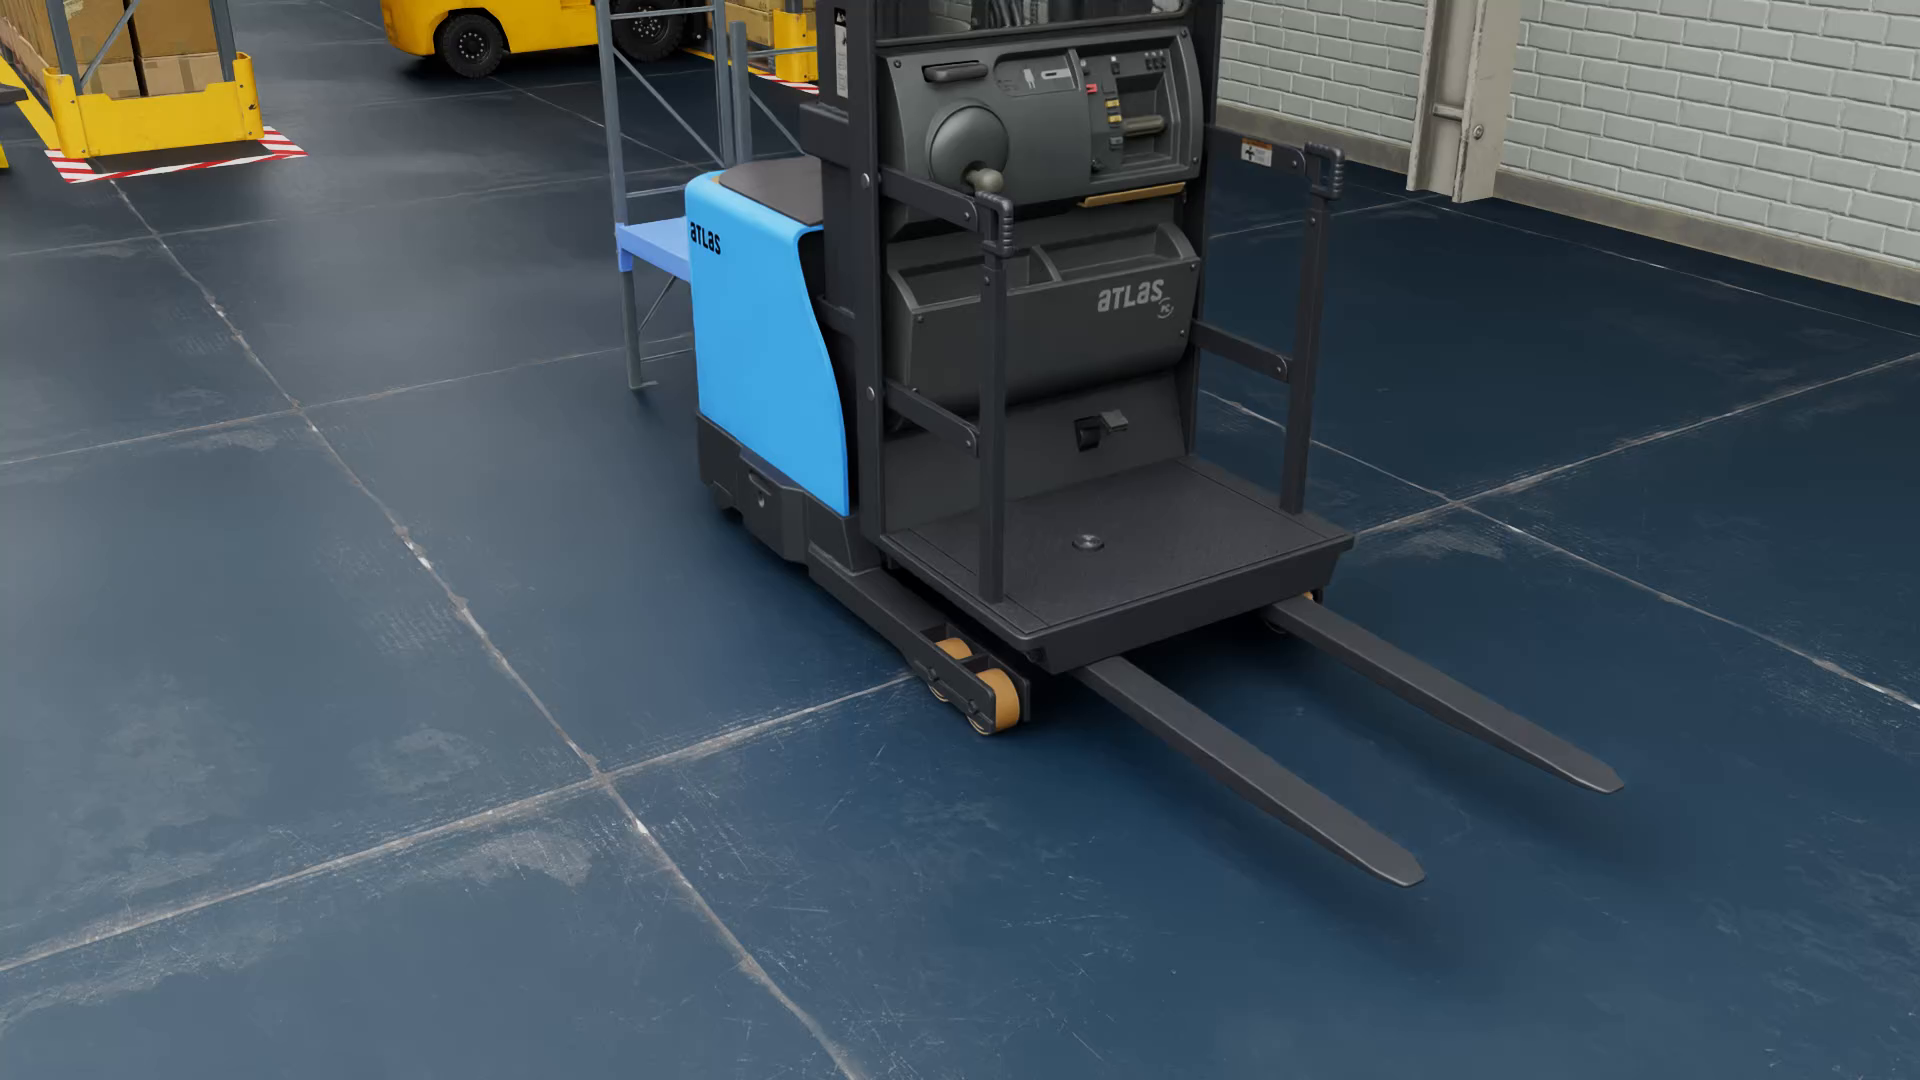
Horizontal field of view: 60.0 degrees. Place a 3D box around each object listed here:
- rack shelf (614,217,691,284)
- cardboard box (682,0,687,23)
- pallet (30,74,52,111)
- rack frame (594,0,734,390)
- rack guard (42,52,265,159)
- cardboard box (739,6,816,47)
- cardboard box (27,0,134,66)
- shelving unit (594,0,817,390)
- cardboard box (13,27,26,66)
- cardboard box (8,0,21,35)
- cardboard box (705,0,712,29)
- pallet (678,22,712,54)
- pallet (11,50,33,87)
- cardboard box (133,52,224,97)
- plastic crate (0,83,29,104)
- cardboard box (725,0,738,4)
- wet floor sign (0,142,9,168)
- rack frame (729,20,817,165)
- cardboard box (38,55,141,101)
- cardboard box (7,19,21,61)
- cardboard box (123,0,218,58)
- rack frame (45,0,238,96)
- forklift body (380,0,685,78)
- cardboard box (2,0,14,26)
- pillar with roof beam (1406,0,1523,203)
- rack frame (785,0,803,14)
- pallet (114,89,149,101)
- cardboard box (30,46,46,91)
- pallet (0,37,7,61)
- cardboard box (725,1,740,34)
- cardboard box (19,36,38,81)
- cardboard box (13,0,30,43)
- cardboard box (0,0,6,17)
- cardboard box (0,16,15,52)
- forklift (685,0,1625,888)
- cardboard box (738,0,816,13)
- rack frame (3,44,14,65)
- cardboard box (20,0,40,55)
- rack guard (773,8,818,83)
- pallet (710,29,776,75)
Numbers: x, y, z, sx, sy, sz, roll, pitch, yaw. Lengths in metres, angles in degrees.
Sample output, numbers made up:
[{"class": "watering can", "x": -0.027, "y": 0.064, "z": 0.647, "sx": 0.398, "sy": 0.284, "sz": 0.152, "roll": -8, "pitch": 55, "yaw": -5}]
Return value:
[{"class": "rack shelf", "x": -0.790, "y": -0.989, "z": 6.009, "sx": 0.538, "sy": 0.185, "sz": 1.000, "roll": -17, "pitch": 30, "yaw": -31}, {"class": "cardboard box", "x": -2.223, "y": -4.596, "z": 14.201, "sx": 0.500, "sy": 0.250, "sz": 0.500, "roll": -15, "pitch": 29, "yaw": -28}, {"class": "pallet", "x": -6.145, "y": -3.356, "z": 12.112, "sx": 1.003, "sy": 0.211, "sz": 1.213, "roll": -16, "pitch": 29, "yaw": -30}, {"class": "rack frame", "x": -1.082, "y": -1.329, "z": 6.309, "sx": 0.500, "sy": 1.500, "sz": 0.032, "roll": -17, "pitch": 30, "yaw": -31}, {"class": "rack guard", "x": -5.069, "y": -2.752, "z": 10.494, "sx": 1.175, "sy": 0.500, "sz": 0.348, "roll": -16, "pitch": 29, "yaw": -30}, {"class": "cardboard box", "x": -1.392, "y": -4.054, "z": 13.053, "sx": 0.500, "sy": 0.250, "sz": 0.500, "roll": -15, "pitch": 29, "yaw": -29}, {"class": "cardboard box", "x": -5.683, "y": -3.367, "z": 10.718, "sx": 0.500, "sy": 0.500, "sz": 0.500, "roll": -15, "pitch": 29, "yaw": -29}, {"class": "shelving unit", "x": -0.790, "y": -1.151, "z": 5.932, "sx": 0.538, "sy": 1.500, "sz": 1.048, "roll": -17, "pitch": 30, "yaw": -31}, {"class": "cardboard box", "x": -6.523, "y": -3.581, "z": 12.051, "sx": 0.500, "sy": 0.250, "sz": 0.500, "roll": -16, "pitch": 30, "yaw": -30}, {"class": "cardboard box", "x": -6.531, "y": -3.923, "z": 11.897, "sx": 0.500, "sy": 0.500, "sz": 0.500, "roll": -14, "pitch": 29, "yaw": -27}, {"class": "cardboard box", "x": -1.921, "y": -4.415, "z": 13.818, "sx": 0.500, "sy": 0.250, "sz": 0.500, "roll": -15, "pitch": 29, "yaw": -29}, {"class": "pallet", "x": -1.985, "y": -4.452, "z": 14.433, "sx": 1.003, "sy": 0.211, "sz": 1.213, "roll": -16, "pitch": 29, "yaw": -30}, {"class": "pallet", "x": -6.815, "y": -3.793, "z": 13.037, "sx": 1.003, "sy": 0.211, "sz": 1.213, "roll": -16, "pitch": 29, "yaw": -30}, {"class": "cardboard box", "x": -5.236, "y": -3.155, "z": 11.148, "sx": 0.500, "sy": 0.250, "sz": 0.500, "roll": -16, "pitch": 30, "yaw": -30}, {"class": "plastic crate", "x": -7.041, "y": -3.213, "z": 11.962, "sx": 0.583, "sy": 0.080, "sz": 0.402, "roll": 18, "pitch": 31, "yaw": 33}, {"class": "cardboard box", "x": -1.663, "y": -4.469, "z": 13.346, "sx": 0.500, "sy": 0.250, "sz": 0.500, "roll": -16, "pitch": 30, "yaw": -30}, {"class": "wet floor sign", "x": -5.820, "y": -2.473, "z": 9.733, "sx": 0.267, "sy": 0.644, "sz": 0.232, "roll": -6, "pitch": 26, "yaw": -12}, {"class": "rack frame", "x": -0.499, "y": -0.974, "z": 5.556, "sx": 0.500, "sy": 1.500, "sz": 0.032, "roll": -17, "pitch": 30, "yaw": -31}, {"class": "cardboard box", "x": -5.707, "y": -3.037, "z": 10.898, "sx": 0.500, "sy": 0.250, "sz": 0.500, "roll": -16, "pitch": 29, "yaw": -30}, {"class": "cardboard box", "x": -6.814, "y": -3.770, "z": 12.452, "sx": 0.500, "sy": 0.250, "sz": 0.500, "roll": -14, "pitch": 29, "yaw": -27}, {"class": "cardboard box", "x": -5.250, "y": -3.502, "z": 11.006, "sx": 0.500, "sy": 0.500, "sz": 0.500, "roll": -17, "pitch": 30, "yaw": -31}, {"class": "rack frame", "x": -5.027, "y": -3.855, "z": 9.903, "sx": 1.000, "sy": 3.000, "sz": 0.127, "roll": -16, "pitch": 29, "yaw": -30}, {"class": "forklift body", "x": -3.434, "y": -4.883, "z": 13.073, "sx": 2.313, "sy": 2.155, "sz": 1.214, "roll": -16, "pitch": 29, "yaw": -30}, {"class": "cardboard box", "x": -6.813, "y": -4.109, "z": 12.291, "sx": 0.500, "sy": 0.500, "sz": 0.500, "roll": -14, "pitch": 29, "yaw": -28}, {"class": "pillar with roof beam", "x": -0.827, "y": -5.036, "z": 5.377, "sx": 9.100, "sy": 9.000, "sz": 0.400, "roll": -16, "pitch": 29, "yaw": -30}, {"class": "rack frame", "x": -0.871, "y": -5.013, "z": 12.356, "sx": 1.000, "sy": 3.000, "sz": 0.127, "roll": -16, "pitch": 29, "yaw": -30}, {"class": "pallet", "x": -5.483, "y": -2.920, "z": 11.189, "sx": 1.003, "sy": 0.211, "sz": 1.213, "roll": -16, "pitch": 29, "yaw": -30}, {"class": "cardboard box", "x": -5.970, "y": -3.215, "z": 11.276, "sx": 0.500, "sy": 0.250, "sz": 0.500, "roll": -15, "pitch": 29, "yaw": -29}, {"class": "pallet", "x": -7.637, "y": -4.303, "z": 14.118, "sx": 1.003, "sy": 0.211, "sz": 1.213, "roll": -16, "pitch": 29, "yaw": -30}, {"class": "cardboard box", "x": -1.655, "y": -4.234, "z": 13.435, "sx": 0.500, "sy": 0.250, "sz": 0.500, "roll": -16, "pitch": 29, "yaw": -30}, {"class": "cardboard box", "x": -6.261, "y": -3.401, "z": 11.670, "sx": 0.500, "sy": 0.250, "sz": 0.500, "roll": -17, "pitch": 30, "yaw": -31}, {"class": "cardboard box", "x": -6.241, "y": -3.735, "z": 11.498, "sx": 0.500, "sy": 0.500, "sz": 0.500, "roll": -16, "pitch": 30, "yaw": -31}, {"class": "cardboard box", "x": -7.115, "y": -4.298, "z": 12.690, "sx": 0.500, "sy": 0.500, "sz": 0.500, "roll": -14, "pitch": 29, "yaw": -27}, {"class": "cardboard box", "x": -7.115, "y": -3.958, "z": 12.851, "sx": 0.500, "sy": 0.250, "sz": 0.500, "roll": -17, "pitch": 30, "yaw": -32}, {"class": "forklift", "x": 0.350, "y": -1.062, "z": 4.066, "sx": 1.130, "sy": 2.935, "sz": 3.031, "roll": -15, "pitch": 29, "yaw": -29}, {"class": "cardboard box", "x": -1.398, "y": -4.287, "z": 12.961, "sx": 0.500, "sy": 0.250, "sz": 0.500, "roll": -16, "pitch": 30, "yaw": -30}, {"class": "rack frame", "x": -7.211, "y": -5.286, "z": 12.934, "sx": 1.000, "sy": 3.000, "sz": 0.127, "roll": -16, "pitch": 29, "yaw": -30}, {"class": "cardboard box", "x": -5.971, "y": -3.552, "z": 11.112, "sx": 0.500, "sy": 0.500, "sz": 0.500, "roll": -14, "pitch": 29, "yaw": -28}, {"class": "rack guard", "x": -0.858, "y": -3.874, "z": 12.871, "sx": 1.175, "sy": 0.500, "sz": 0.348, "roll": -16, "pitch": 29, "yaw": -30}, {"class": "pallet", "x": -1.323, "y": -4.016, "z": 13.510, "sx": 1.003, "sy": 0.211, "sz": 1.213, "roll": -16, "pitch": 29, "yaw": -30}]
